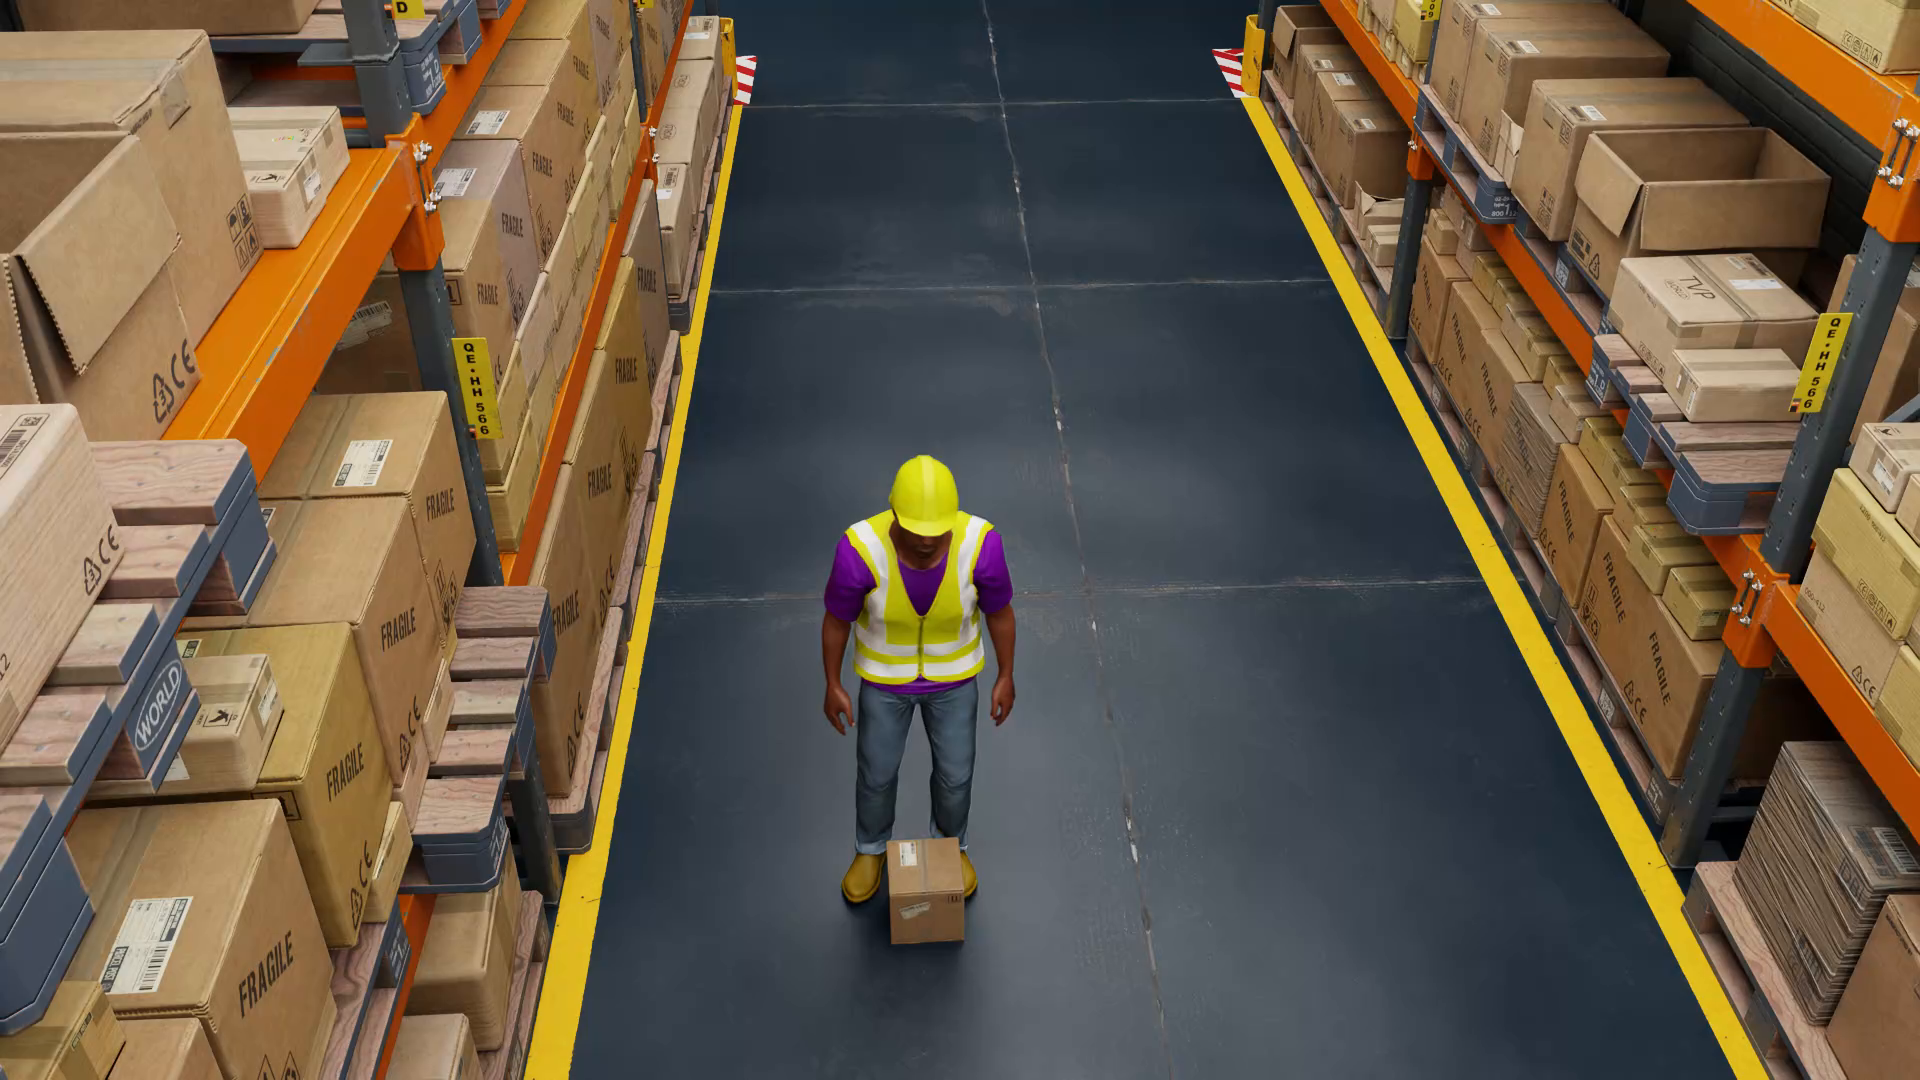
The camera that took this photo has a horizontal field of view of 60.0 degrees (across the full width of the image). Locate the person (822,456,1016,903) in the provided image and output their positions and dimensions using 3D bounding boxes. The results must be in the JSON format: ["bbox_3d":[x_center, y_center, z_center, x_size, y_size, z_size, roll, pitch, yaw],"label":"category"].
[{"bbox_3d":[-0.133,0.461,5.472,0.638,1.761,0.457,-3,35,-4],"label":"person"}]
